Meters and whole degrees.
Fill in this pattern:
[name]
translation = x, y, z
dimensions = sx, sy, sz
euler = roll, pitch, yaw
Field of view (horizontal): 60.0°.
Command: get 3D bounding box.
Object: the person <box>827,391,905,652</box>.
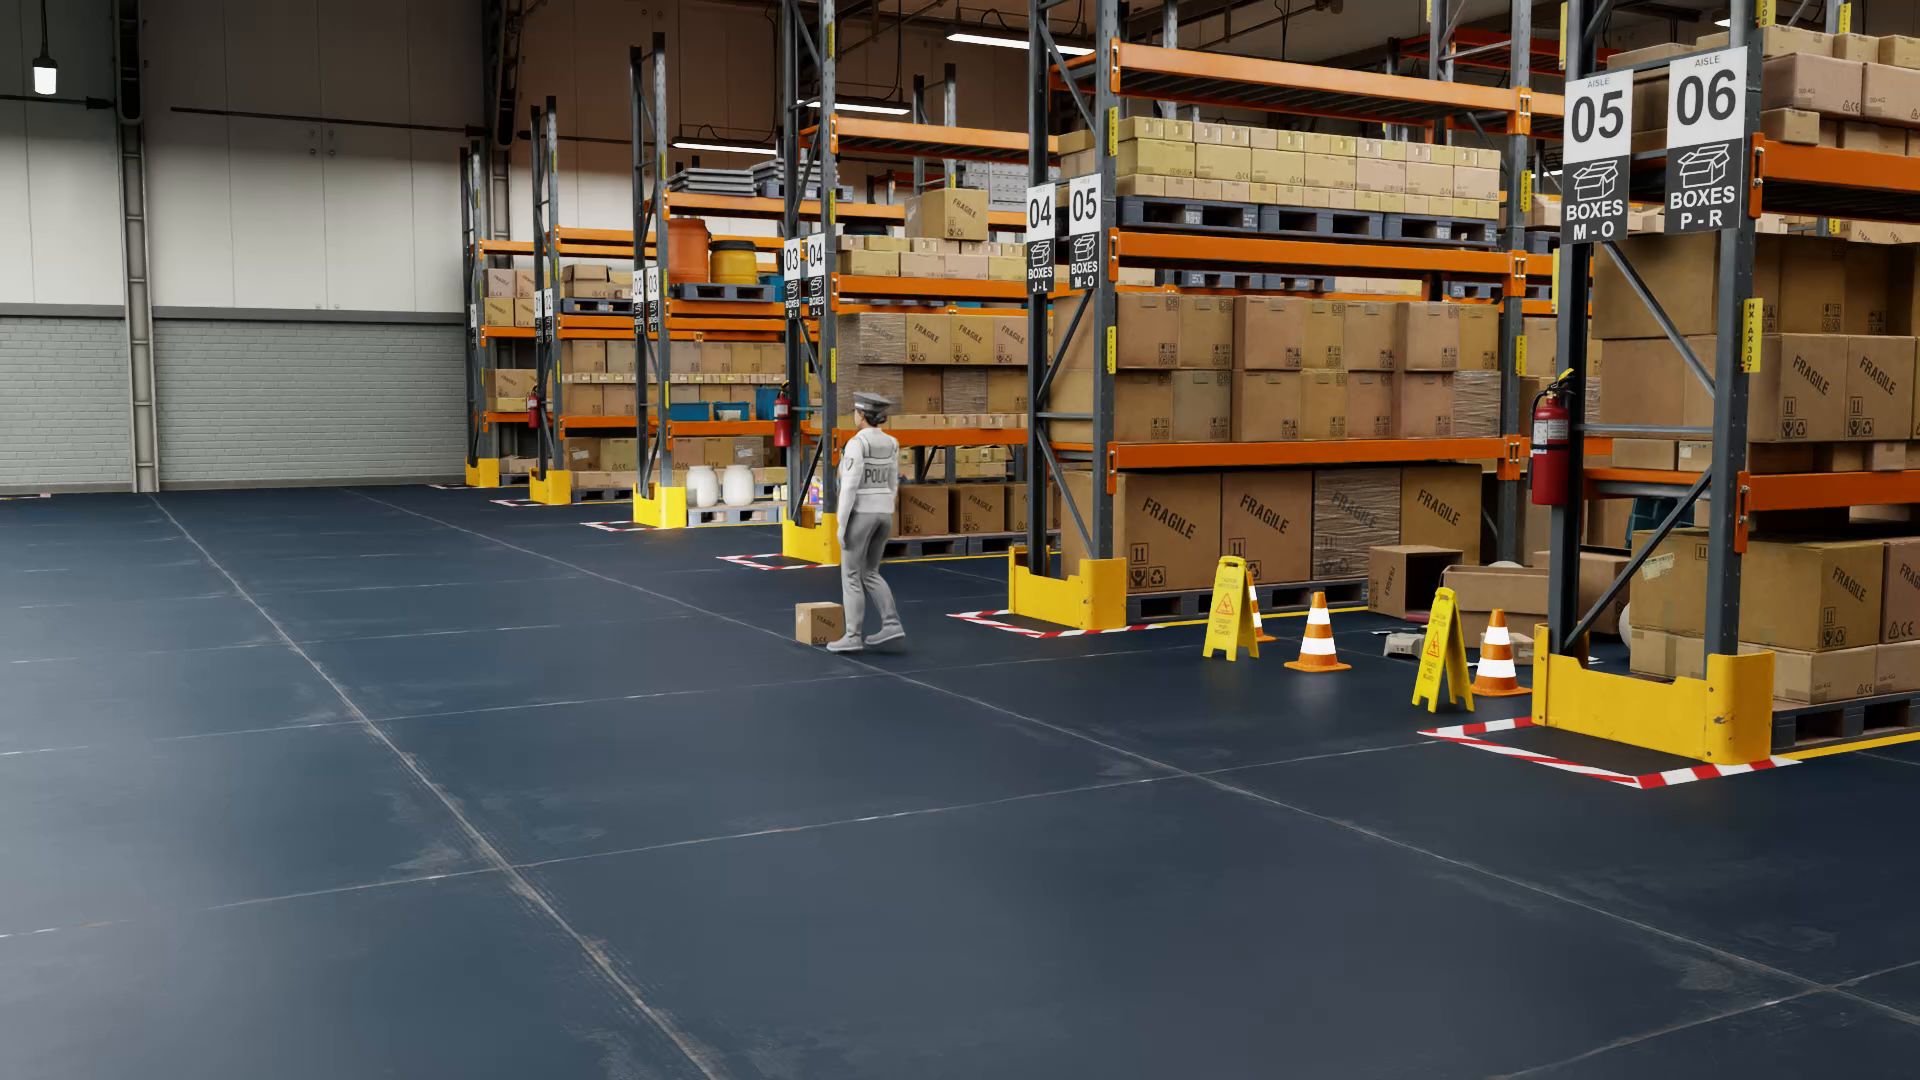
[person]
translation = -0.610, -0.116, 10.724
dimensions = 0.480, 1.682, 0.507
euler = 4, 7, 39
